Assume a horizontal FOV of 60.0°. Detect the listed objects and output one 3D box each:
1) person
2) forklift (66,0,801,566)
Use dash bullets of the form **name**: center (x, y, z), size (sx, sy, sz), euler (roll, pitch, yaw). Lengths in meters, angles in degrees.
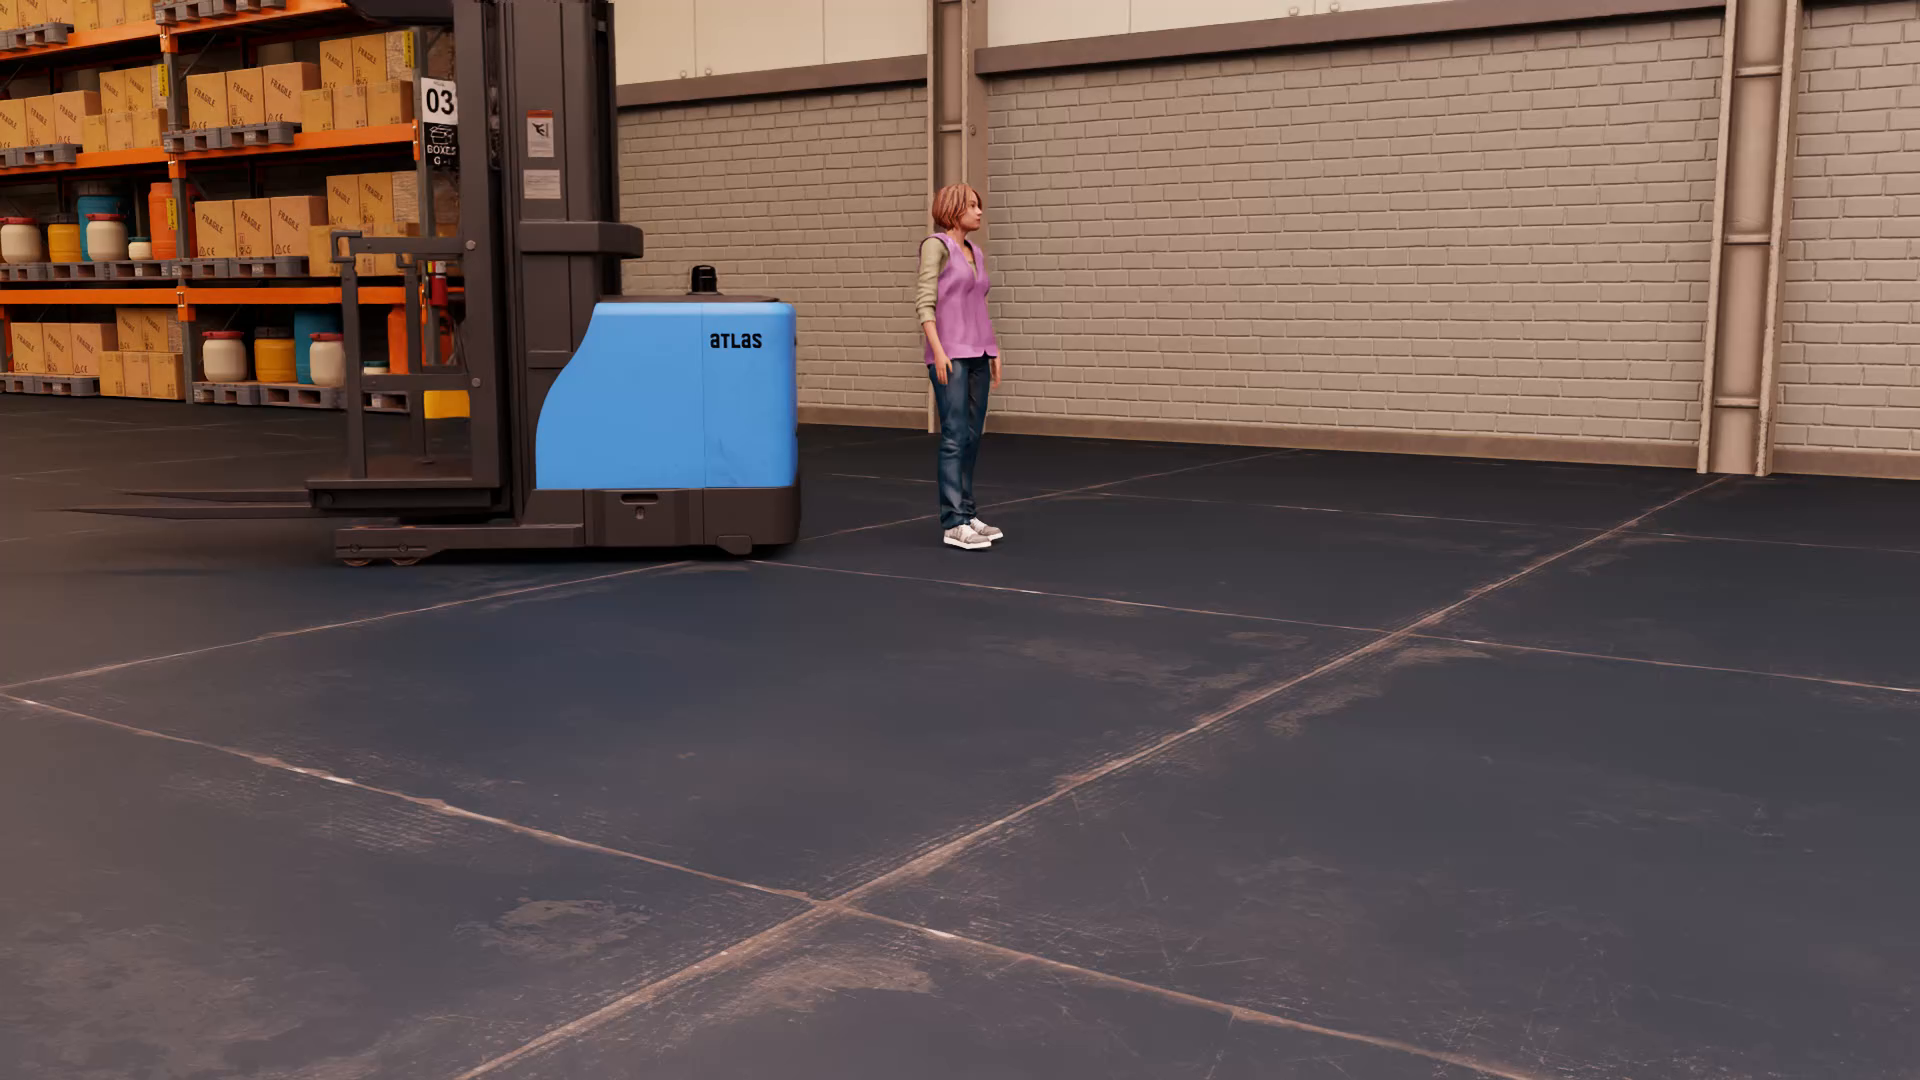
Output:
- **person**: center (0.059, -0.786, 7.433), size (0.466, 1.600, 0.515), euler (5, 10, 34)
- **forklift**: center (-2.236, -1.420, 7.177), size (3.031, 2.935, 1.130), euler (-1, 8, -4)
